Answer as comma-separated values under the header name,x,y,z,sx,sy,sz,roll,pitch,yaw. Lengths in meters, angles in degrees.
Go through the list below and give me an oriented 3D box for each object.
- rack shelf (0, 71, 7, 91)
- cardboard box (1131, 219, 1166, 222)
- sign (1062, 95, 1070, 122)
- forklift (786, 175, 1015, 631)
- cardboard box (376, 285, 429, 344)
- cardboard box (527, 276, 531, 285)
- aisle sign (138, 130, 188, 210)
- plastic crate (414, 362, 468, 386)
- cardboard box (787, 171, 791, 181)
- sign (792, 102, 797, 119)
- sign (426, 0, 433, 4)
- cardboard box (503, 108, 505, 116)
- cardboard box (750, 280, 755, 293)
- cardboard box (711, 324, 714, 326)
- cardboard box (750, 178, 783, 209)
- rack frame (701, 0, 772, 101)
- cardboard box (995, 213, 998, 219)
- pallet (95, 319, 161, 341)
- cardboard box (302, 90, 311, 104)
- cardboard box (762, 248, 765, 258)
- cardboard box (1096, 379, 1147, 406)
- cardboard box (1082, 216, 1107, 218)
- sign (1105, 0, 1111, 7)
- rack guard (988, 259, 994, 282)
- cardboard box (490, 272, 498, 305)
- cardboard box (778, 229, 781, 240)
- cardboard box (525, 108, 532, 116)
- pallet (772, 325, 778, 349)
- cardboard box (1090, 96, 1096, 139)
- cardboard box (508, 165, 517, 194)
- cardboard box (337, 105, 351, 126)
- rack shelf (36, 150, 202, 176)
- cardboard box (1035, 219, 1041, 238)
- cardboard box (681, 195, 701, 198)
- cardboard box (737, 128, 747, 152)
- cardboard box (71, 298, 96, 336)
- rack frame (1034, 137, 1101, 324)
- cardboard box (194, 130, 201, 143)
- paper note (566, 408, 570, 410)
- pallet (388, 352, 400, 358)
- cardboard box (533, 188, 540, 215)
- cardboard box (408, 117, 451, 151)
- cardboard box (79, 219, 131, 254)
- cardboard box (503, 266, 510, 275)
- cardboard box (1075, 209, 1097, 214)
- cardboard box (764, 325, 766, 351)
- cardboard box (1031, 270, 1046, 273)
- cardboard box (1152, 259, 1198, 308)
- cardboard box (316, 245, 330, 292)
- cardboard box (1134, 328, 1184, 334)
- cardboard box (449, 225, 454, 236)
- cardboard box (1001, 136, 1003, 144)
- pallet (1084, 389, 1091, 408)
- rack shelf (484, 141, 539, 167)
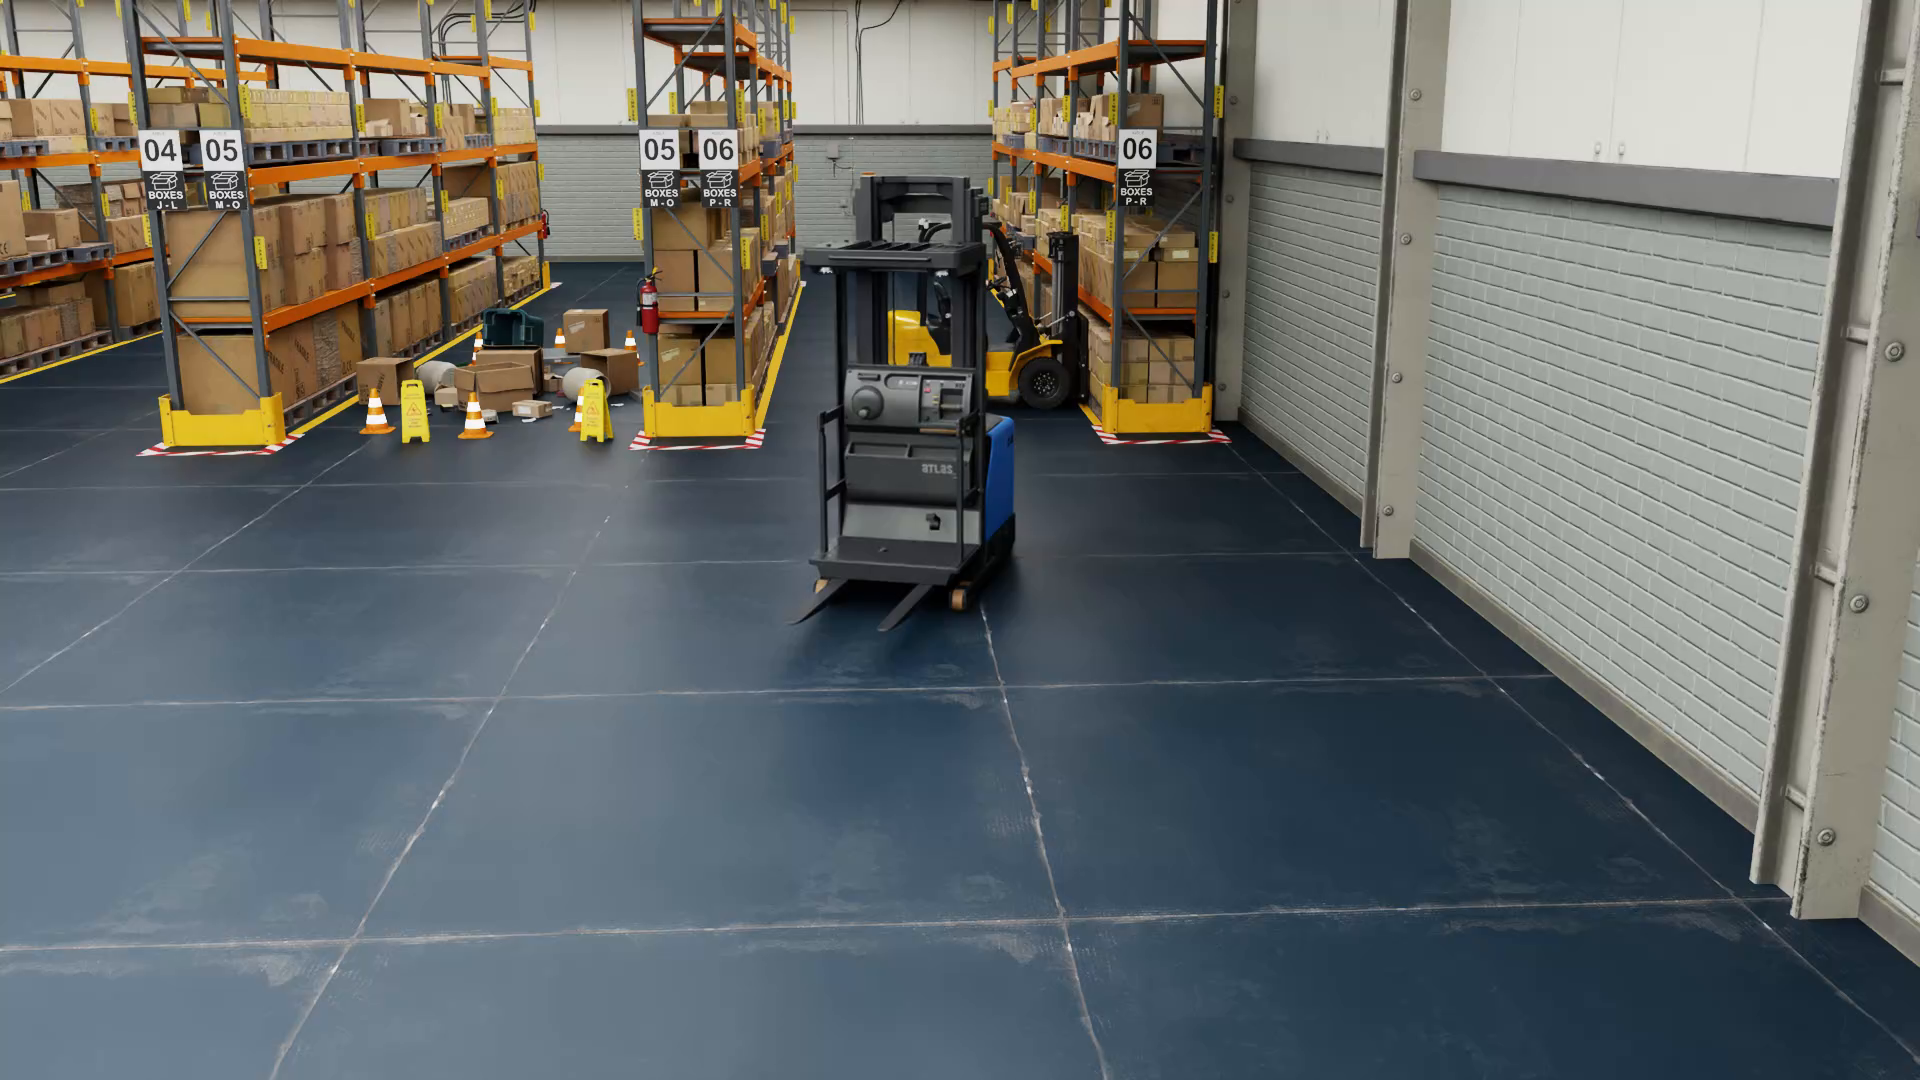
name,x,y,z,sx,sy,sz,roll,pitch,yaw
rack shelf,-18.507,-8.204,29.600,1.077,0.370,4.000,-1,14,-3
cardboard box,2.300,-3.838,20.325,0.380,0.149,0.250,-1,14,-4
sign,1.360,-5.506,21.216,0.100,0.325,0.005,-1,14,-3
forklift,-0.416,-1.022,11.618,1.130,2.935,3.031,4,15,14
cardboard box,-8.230,-3.220,23.695,1.050,0.750,0.750,-1,14,-3
cardboard box,-8.336,-4.908,31.461,0.380,0.149,0.250,-2,15,-6
aisle sign,-8.035,-3.724,16.763,0.394,0.787,0.004,-1,14,-3
plastic crate,-6.669,-2.125,21.293,0.450,0.188,0.662,-4,11,28
cardboard box,-3.411,-6.607,30.977,0.500,0.500,0.500,-1,14,-4
sign,-3.254,-8.416,32.578,0.100,0.325,0.005,-1,14,-3
sign,-7.682,-7.921,24.059,0.100,0.325,0.005,-1,14,-3
cardboard box,-8.322,-7.622,29.608,0.380,0.149,0.250,-1,14,-5
cardboard box,-2.625,-3.006,19.696,0.380,0.149,0.250,-1,14,-3
cardboard box,-3.211,-2.406,20.026,0.500,0.500,0.500,0,14,-1
cardboard box,-3.219,-5.744,27.622,0.500,0.500,0.500,0,14,-2
rack frame,-3.301,-7.484,24.553,1.000,3.000,0.127,-1,14,-3
cardboard box,0.904,-6.438,33.032,0.380,0.149,0.250,-1,14,-4
pallet,-13.166,-3.272,25.820,1.003,0.211,1.213,-1,14,-3
cardboard box,-7.552,-4.987,18.730,0.380,0.149,0.250,-1,14,-3
cardboard box,-2.772,-3.808,21.966,0.380,0.149,0.250,-1,14,-3
cardboard box,1.804,-1.650,18.595,0.500,0.250,0.500,-1,14,-3
cardboard box,1.748,-4.020,21.033,0.380,0.149,0.250,-1,14,-3
sign,2.206,-8.100,24.755,0.100,0.325,0.005,-1,14,-3
rack guard,1.162,-5.416,33.573,1.175,0.500,0.348,-1,14,-3
cardboard box,-8.186,-4.284,28.331,0.500,0.500,0.500,-1,14,-5
cardboard box,-3.157,-4.889,26.810,0.500,0.250,0.500,0,14,-2
cardboard box,-8.417,-8.203,31.868,0.380,0.149,0.250,-1,14,-4
pallet,-3.254,-3.033,24.892,1.003,0.211,1.213,-1,14,-3
cardboard box,1.916,-4.929,19.395,0.797,0.503,0.637,0,14,-2
cardboard box,-8.316,-6.519,30.038,0.500,0.500,0.500,-1,14,-3
cardboard box,-7.701,-5.139,20.122,0.500,0.250,0.500,-1,14,-4
rack shelf,-13.316,-6.027,26.355,1.077,0.370,4.000,-1,14,-3
cardboard box,1.411,-4.711,25.113,0.500,0.250,0.500,-1,14,-3
cardboard box,-3.213,-3.640,18.851,0.700,0.500,0.500,-1,14,-4
cardboard box,-2.592,-4.367,18.165,0.500,0.250,0.500,-1,14,-4
cardboard box,-13.131,-3.261,24.316,0.700,0.500,0.500,-2,15,-6
rack frame,1.653,-4.656,25.602,1.000,3.000,0.127,-1,14,-3
cardboard box,-8.113,-4.210,17.310,0.380,0.149,0.250,-1,14,-3
paper note,-4.588,-1.538,19.483,0.032,0.001,0.123,-1,14,-3
pallet,-8.111,-2.322,22.128,1.003,0.211,1.213,-1,14,-3
cardboard box,-8.446,-6.551,32.170,0.500,0.500,0.500,-1,14,-2
cardboard box,-8.005,-6.124,25.087,0.500,0.500,0.500,-1,14,-3
cardboard box,-12.951,-4.599,25.180,0.500,0.500,0.500,0,14,-2
cardboard box,-8.359,-4.867,30.108,0.380,0.149,0.250,-1,14,-5
cardboard box,1.875,-4.941,25.206,0.380,0.149,0.250,0,14,-2
cardboard box,-3.088,-2.645,22.216,0.950,0.372,0.625,-1,14,-3
cardboard box,1.362,-4.344,27.261,0.380,0.149,0.250,-1,14,-4
cardboard box,2.395,-2.842,18.352,0.500,0.500,0.500,0,14,-2
cardboard box,-7.980,-3.190,19.606,0.875,0.550,0.550,-1,14,-3
cardboard box,2.273,-2.269,18.994,0.500,0.250,0.500,-1,14,-3
cardboard box,-8.095,-4.807,25.849,0.380,0.149,0.250,0,14,-1
cardboard box,0.963,-7.449,30.942,0.380,0.149,0.250,-1,14,-2
pallet,1.987,-1.808,20.130,1.003,0.211,1.213,-1,14,-3
rack shelf,-8.607,-7.073,30.421,1.077,0.370,4.000,-1,14,-3
